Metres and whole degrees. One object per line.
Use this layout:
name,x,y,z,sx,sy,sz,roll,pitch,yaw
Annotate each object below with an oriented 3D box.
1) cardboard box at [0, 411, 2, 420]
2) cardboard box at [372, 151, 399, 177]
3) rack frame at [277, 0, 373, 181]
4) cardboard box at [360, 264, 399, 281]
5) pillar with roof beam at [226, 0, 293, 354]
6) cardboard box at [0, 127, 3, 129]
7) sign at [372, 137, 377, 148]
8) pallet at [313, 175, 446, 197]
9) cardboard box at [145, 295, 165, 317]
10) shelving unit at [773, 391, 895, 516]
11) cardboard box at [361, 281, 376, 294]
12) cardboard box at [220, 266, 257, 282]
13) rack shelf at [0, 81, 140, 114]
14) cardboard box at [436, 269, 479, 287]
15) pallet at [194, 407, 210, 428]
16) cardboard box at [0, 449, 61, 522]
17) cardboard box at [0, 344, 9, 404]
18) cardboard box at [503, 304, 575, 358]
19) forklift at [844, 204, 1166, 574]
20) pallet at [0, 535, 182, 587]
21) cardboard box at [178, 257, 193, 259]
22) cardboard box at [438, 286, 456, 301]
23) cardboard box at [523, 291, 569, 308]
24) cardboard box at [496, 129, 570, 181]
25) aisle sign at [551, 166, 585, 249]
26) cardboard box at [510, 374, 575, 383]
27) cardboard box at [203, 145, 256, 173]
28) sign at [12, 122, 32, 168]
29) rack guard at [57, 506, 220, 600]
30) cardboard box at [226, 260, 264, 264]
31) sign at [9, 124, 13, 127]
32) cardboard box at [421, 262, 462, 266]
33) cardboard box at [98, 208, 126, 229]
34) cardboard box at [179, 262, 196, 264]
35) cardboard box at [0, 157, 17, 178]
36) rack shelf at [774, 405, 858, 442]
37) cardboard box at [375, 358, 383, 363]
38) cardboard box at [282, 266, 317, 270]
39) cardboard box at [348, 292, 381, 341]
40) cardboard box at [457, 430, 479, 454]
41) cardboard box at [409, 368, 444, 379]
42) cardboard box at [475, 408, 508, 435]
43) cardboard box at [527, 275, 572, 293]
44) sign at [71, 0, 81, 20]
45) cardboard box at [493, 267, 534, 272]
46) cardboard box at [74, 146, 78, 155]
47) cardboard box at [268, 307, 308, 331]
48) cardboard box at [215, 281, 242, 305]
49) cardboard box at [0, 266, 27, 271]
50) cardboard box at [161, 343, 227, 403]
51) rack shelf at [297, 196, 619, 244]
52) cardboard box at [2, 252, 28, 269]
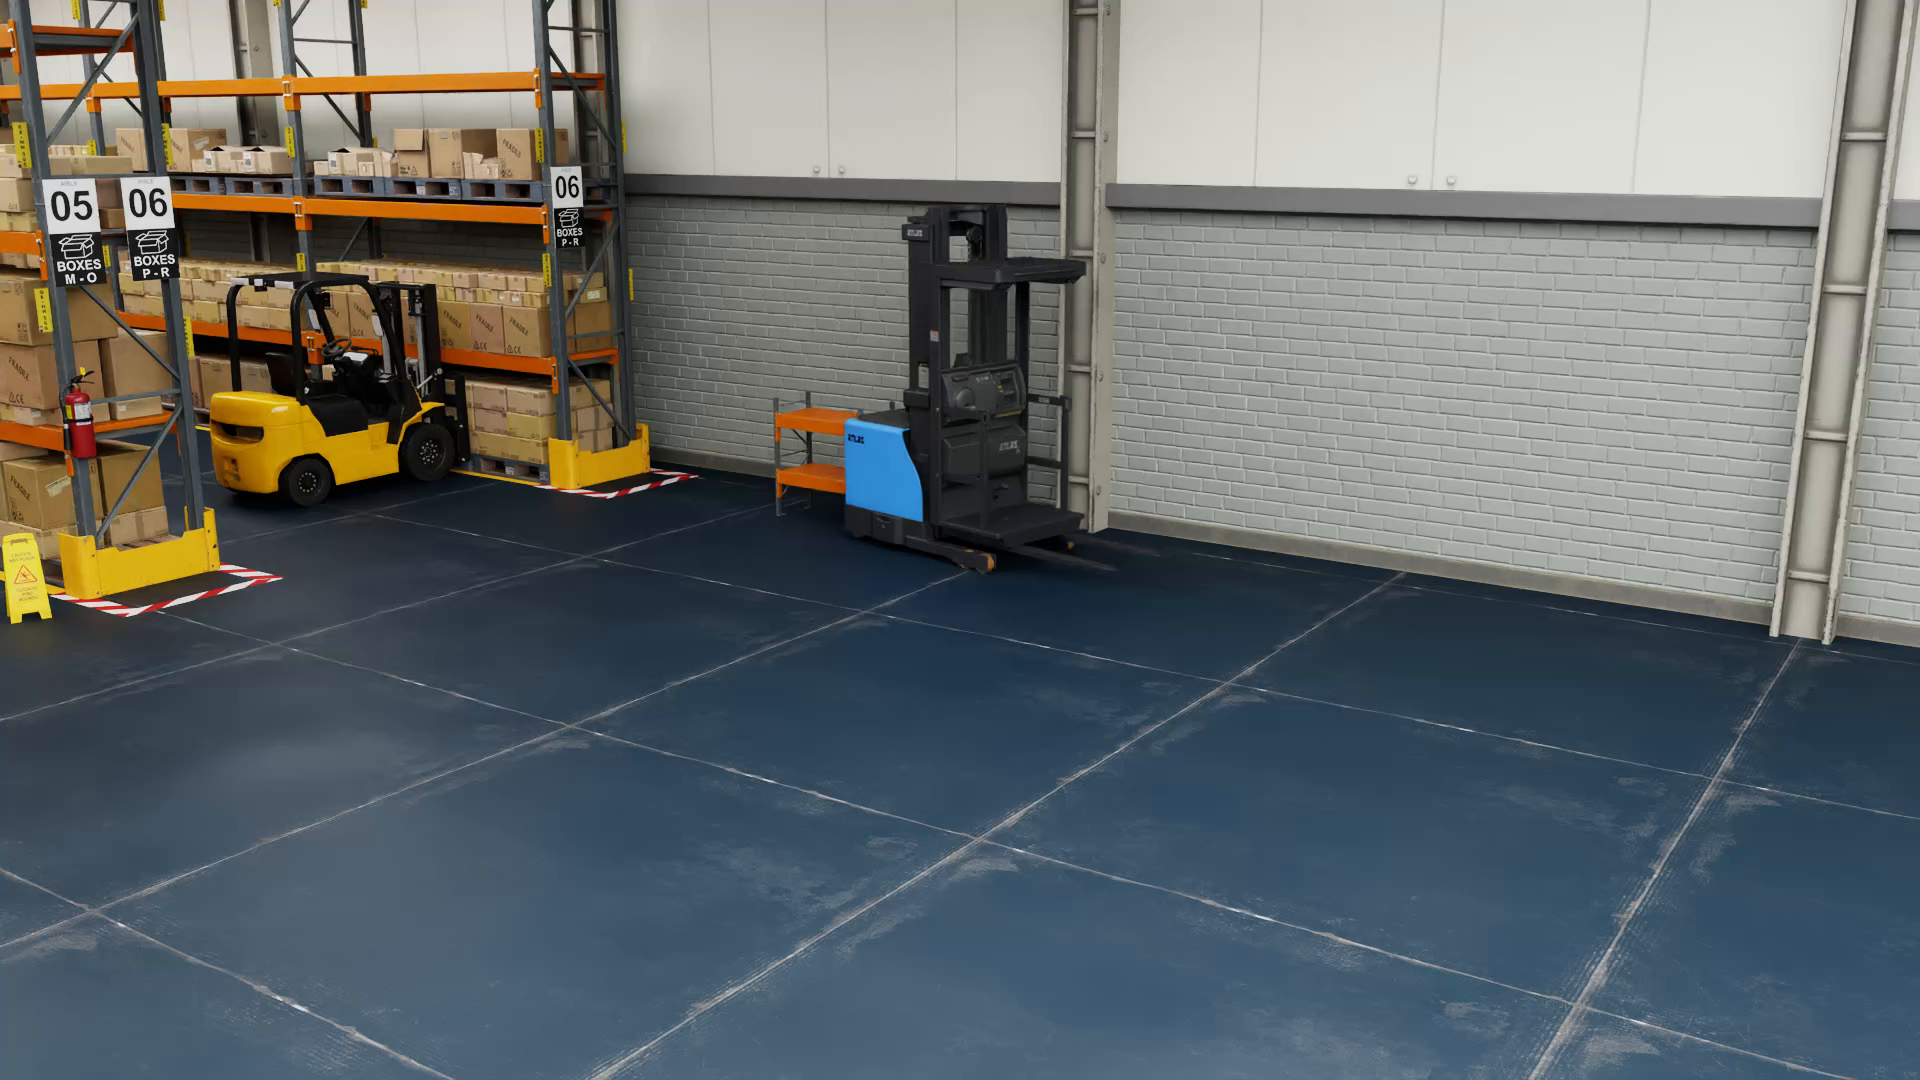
cardboard box,-7.678,-1.080,13.465,0.250,0.149,0.380,10,17,34
cardboard box,-6.035,-4.025,17.797,0.258,0.266,0.396,9,16,31
rack frame,-7.097,-5.554,18.532,0.127,3.000,1.000,9,17,33
cardboard box,-6.358,-2.943,18.293,0.250,0.149,0.380,10,17,34
pillar with roof beam,-11.234,-5.237,17.251,0.400,9.000,9.100,9,17,33
cardboard box,-13.443,-5.619,22.998,0.258,0.266,0.396,9,16,32
sign,-6.789,-4.498,19.268,0.005,0.325,0.100,9,17,33
pallet,-6.375,-3.946,18.461,1.213,0.211,1.003,9,17,33
cardboard box,-9.770,-2.929,20.724,0.500,0.250,0.500,9,16,32
shelving unit,-1.171,-0.751,15.516,1.048,1.125,0.538,10,17,35
cardboard box,-6.369,-2.798,18.327,0.250,0.149,0.380,10,17,34
cardboard box,-8.581,-3.172,19.837,0.250,0.149,0.380,9,17,33
rack shelf,-12.076,-5.815,21.917,4.000,0.370,1.077,9,17,33
cardboard box,-5.308,-2.770,17.595,0.250,0.149,0.380,10,17,34
pallet,-8.747,-1.543,20.616,1.213,0.211,1.003,9,17,33
cardboard box,-7.790,-0.473,13.779,0.500,0.500,0.500,10,17,35
cardboard box,-7.562,-1.394,13.385,0.500,0.500,0.500,9,17,33
cardboard box,-4.333,-2.167,17.129,0.500,0.500,0.500,9,16,32
forklift,0.357,-1.285,13.916,1.130,2.935,3.031,-13,19,-43
pallet,-7.263,0.112,13.930,1.213,0.211,1.003,9,17,33
cardboard box,-10.033,-3.538,21.316,0.250,0.149,0.380,10,17,35
cardboard box,-5.300,-2.626,17.633,0.250,0.149,0.380,9,17,33
cardboard box,-4.222,-2.459,16.958,0.250,0.149,0.380,9,17,34
cardboard box,-4.281,-3.873,16.694,0.500,0.500,0.500,10,17,35
aisle sign,-3.887,-3.300,16.501,0.004,0.787,0.394,9,17,33
cardboard box,-4.488,-1.628,17.926,0.500,0.250,0.500,9,17,33
cardboard box,-8.471,-4.458,19.452,0.500,0.311,0.500,9,16,31
sign,-6.871,-2.893,12.182,0.005,0.325,0.100,9,17,33
rack guard,-6.608,0.088,13.427,0.348,0.500,1.175,9,17,33
cardboard box,-8.903,-3.392,20.726,0.250,0.149,0.380,9,16,32
sign,-13.428,-5.724,23.566,0.005,0.325,0.100,9,17,33
cardboard box,-5.805,-3.032,18.653,0.250,0.149,0.380,9,16,32
cardboard box,-6.639,-2.558,13.196,0.250,0.149,0.380,9,17,33
cardboard box,-9.642,-3.343,20.526,0.250,0.149,0.380,9,17,33
cardboard box,-7.183,-2.865,12.775,0.250,0.149,0.380,10,17,34
rack shelf,-1.171,-1.035,15.446,1.000,0.278,0.538,10,17,35
cardboard box,-6.581,-1.969,19.301,0.500,0.250,0.500,10,17,34
cardboard box,-7.893,-3.205,19.971,0.250,0.149,0.380,9,17,32
cardboard box,-6.433,-2.512,18.521,0.500,0.500,0.500,10,17,34
cardboard box,-5.162,-1.112,17.921,0.500,0.250,0.500,9,17,33
cardboard box,-6.033,-1.734,18.352,0.500,0.250,0.500,10,17,35
cardboard box,-4.766,-1.289,17.598,0.500,0.250,0.500,9,17,32
cardboard box,-4.193,-2.619,16.984,0.250,0.149,0.380,9,17,33
sign,-10.711,-6.473,20.135,0.005,0.325,0.100,9,17,33
cardboard box,-4.792,-2.842,17.883,0.250,0.149,0.380,10,17,35
cardboard box,-11.026,-4.943,21.169,0.250,0.149,0.380,9,16,31
cardboard box,-7.661,-2.584,19.333,0.500,0.250,0.500,10,17,34
cardboard box,-8.499,-2.964,19.825,0.500,0.250,0.500,10,17,34
cardboard box,-7.987,-1.936,13.492,0.500,0.500,0.700,9,16,32
cardboard box,-9.906,-2.143,21.305,0.625,0.625,0.875,10,17,35
rack shelf,-5.437,-3.480,17.895,4.000,0.370,1.077,9,17,33
cardboard box,-12.378,-3.683,22.376,0.500,0.500,0.700,9,17,33
